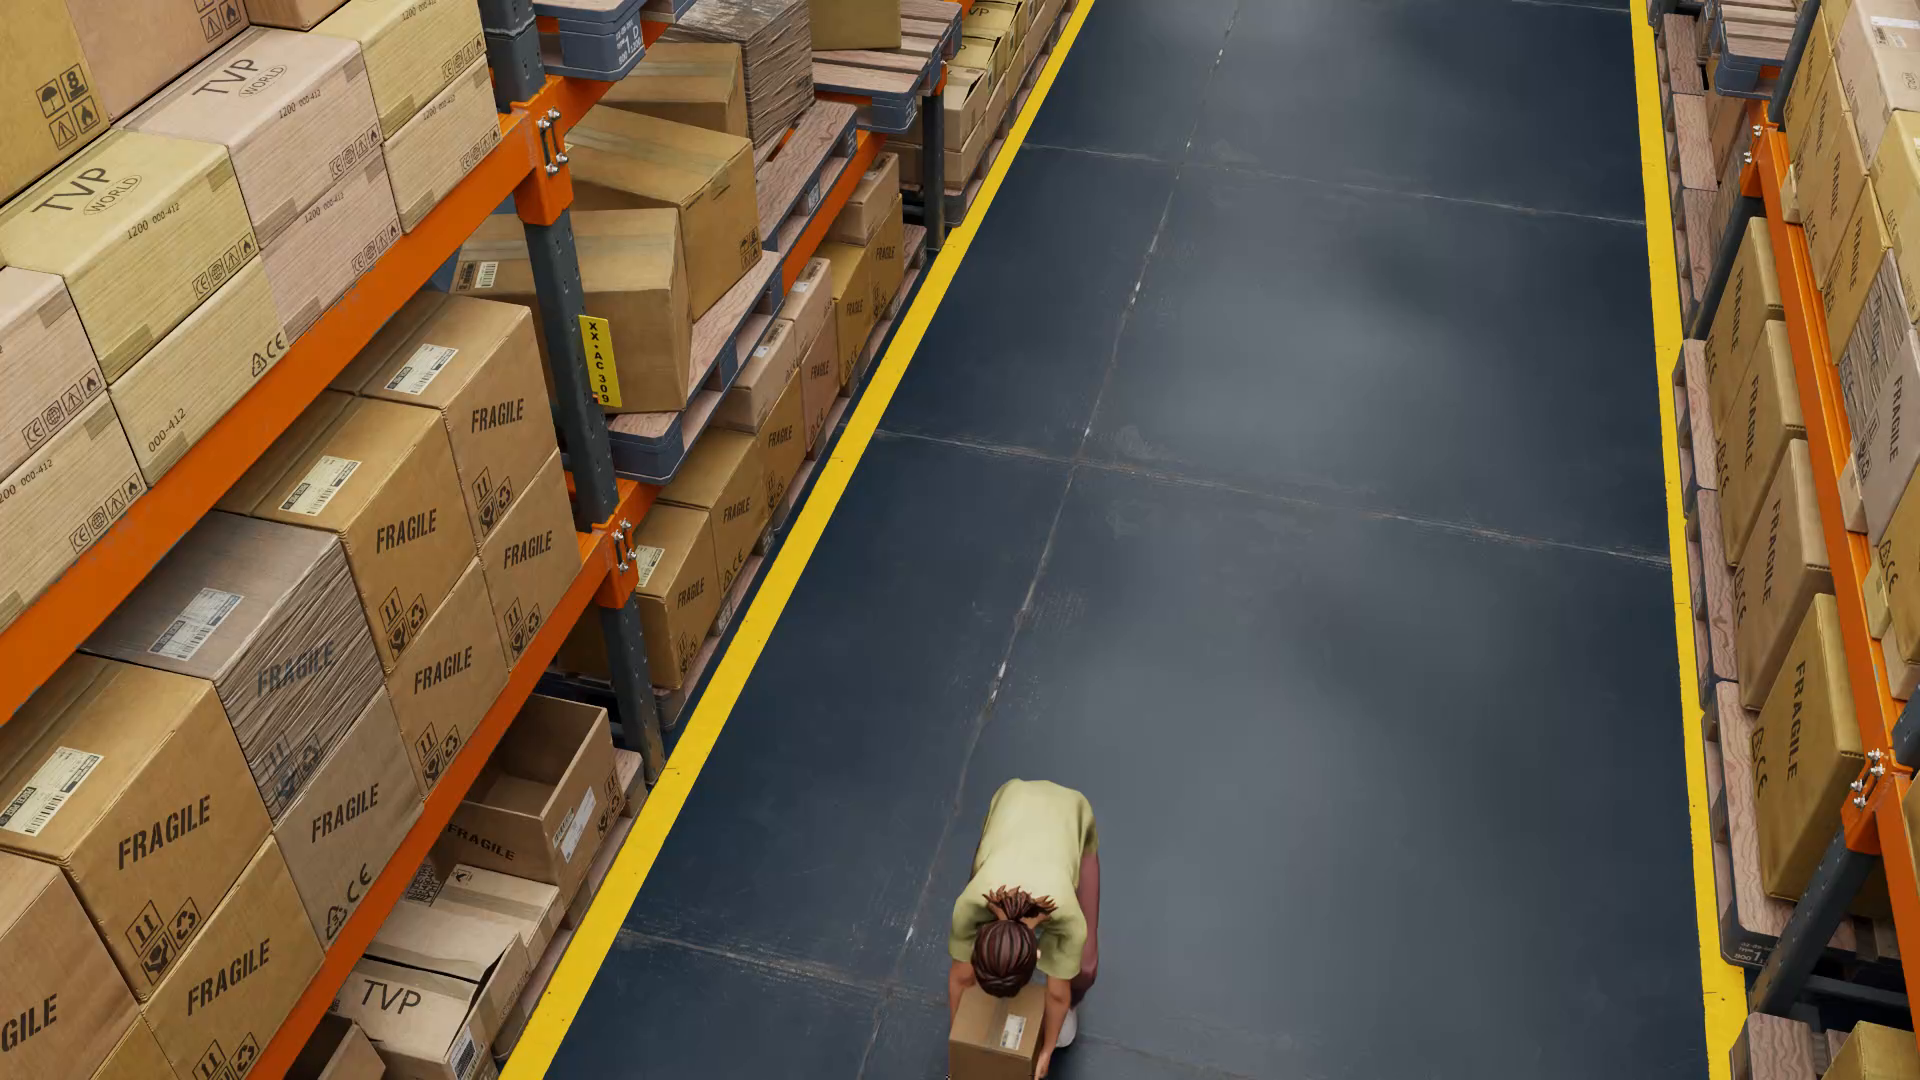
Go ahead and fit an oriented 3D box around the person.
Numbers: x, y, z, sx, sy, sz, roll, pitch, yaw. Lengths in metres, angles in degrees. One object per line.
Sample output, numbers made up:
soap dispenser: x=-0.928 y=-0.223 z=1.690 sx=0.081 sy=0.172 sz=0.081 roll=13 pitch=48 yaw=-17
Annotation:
person: x=0.195 y=1.273 z=5.138 sx=0.455 sy=1.104 sz=0.860 roll=8 pitch=42 yaw=9
